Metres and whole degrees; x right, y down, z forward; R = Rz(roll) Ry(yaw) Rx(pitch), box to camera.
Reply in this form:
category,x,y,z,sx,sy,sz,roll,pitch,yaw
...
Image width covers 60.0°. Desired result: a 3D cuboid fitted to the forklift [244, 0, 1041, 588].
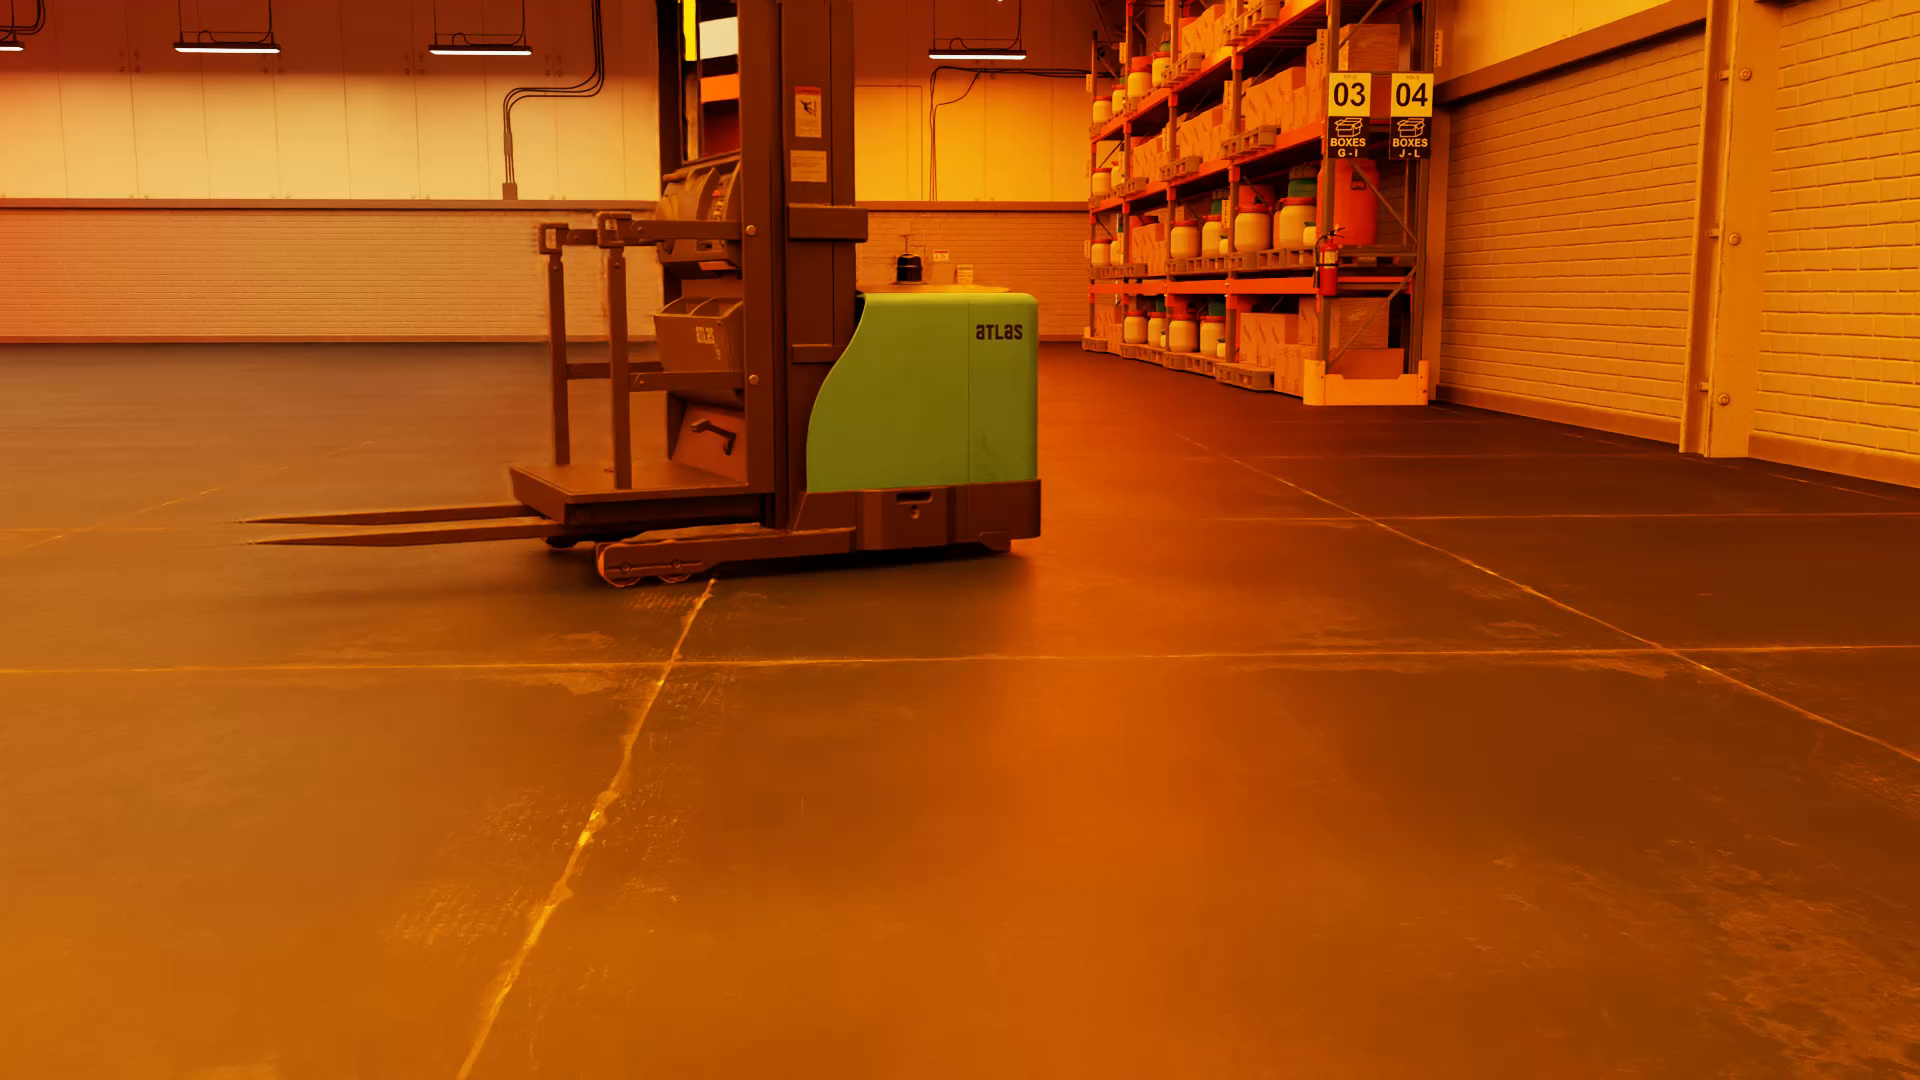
category,x,y,z,sx,sy,sz,roll,pitch,yaw
forklift,-1.218,-1.363,6.507,3.031,2.935,1.130,-4,9,-26
